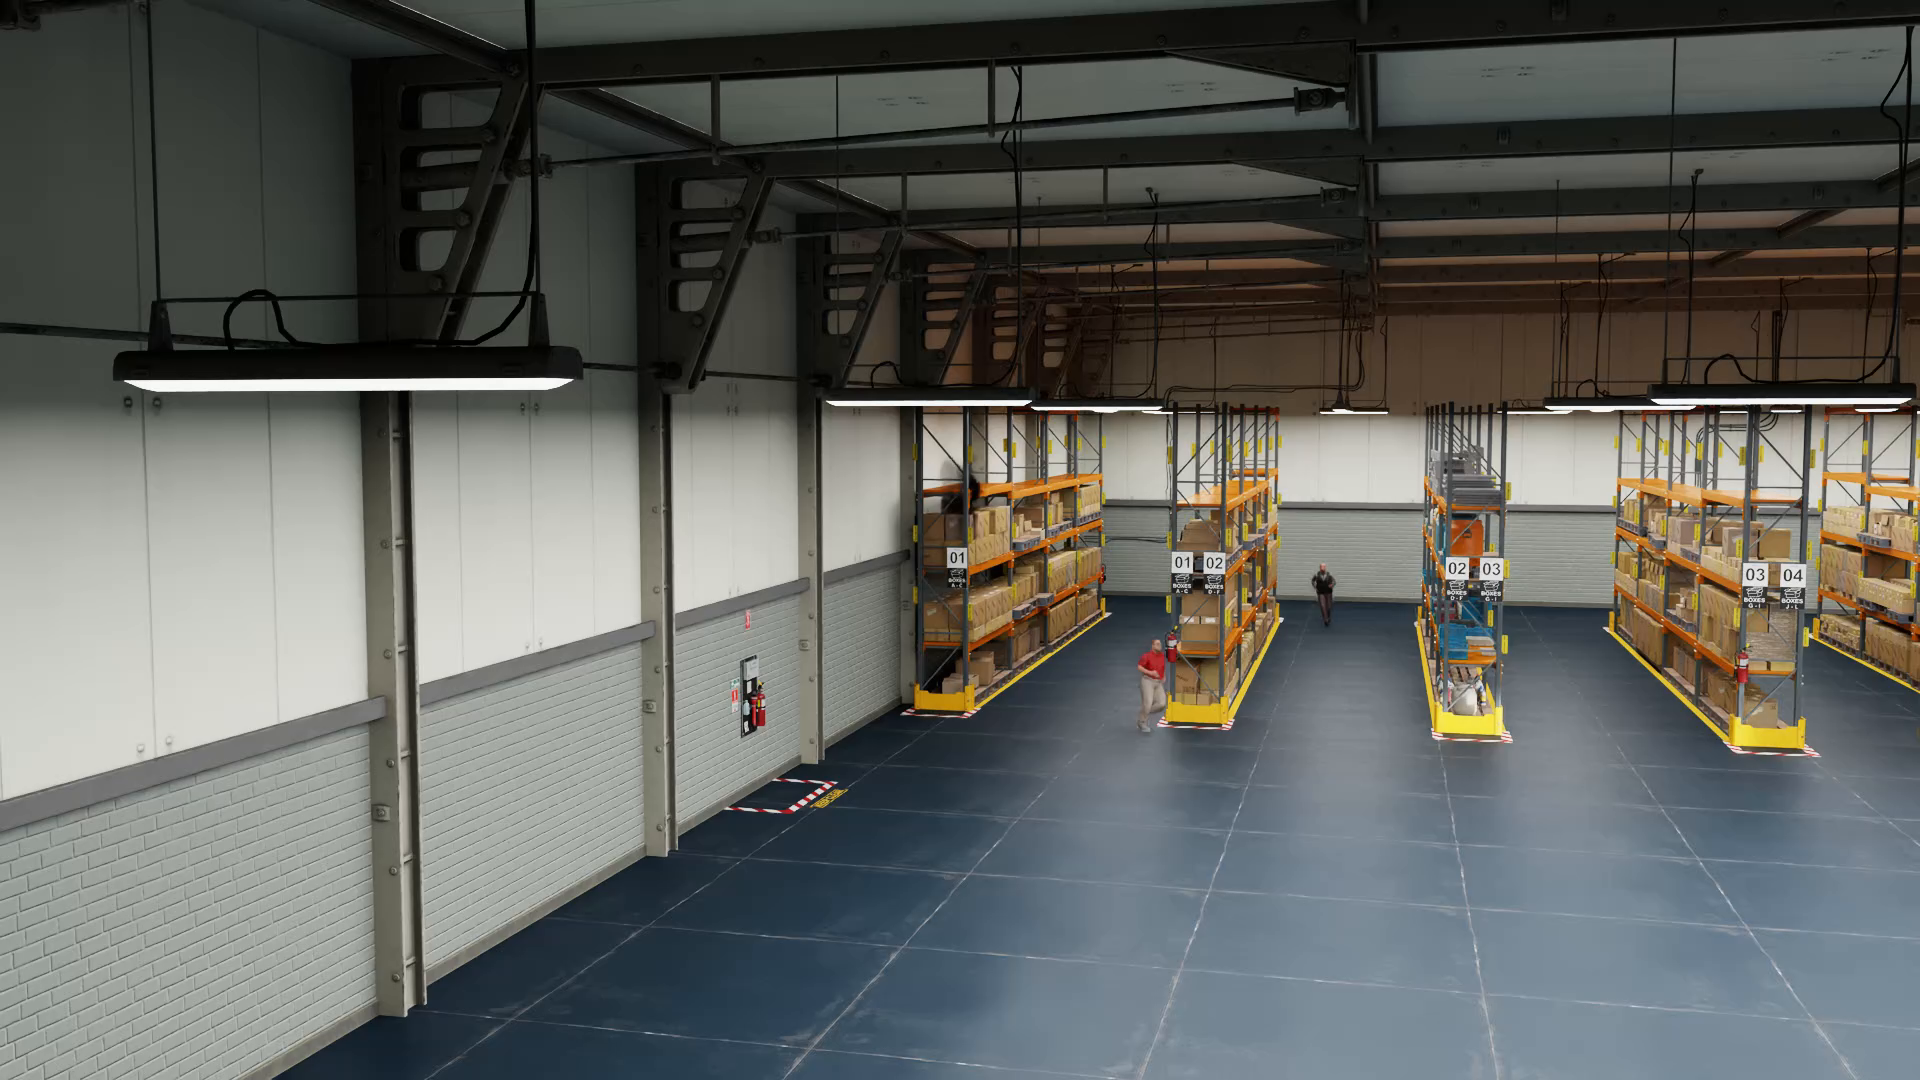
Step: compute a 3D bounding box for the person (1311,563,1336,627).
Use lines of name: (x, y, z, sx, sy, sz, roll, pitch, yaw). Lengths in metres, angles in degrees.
person: (10.004, 1.500, 45.734, 0.671, 1.729, 0.856, 0, 4, 5)

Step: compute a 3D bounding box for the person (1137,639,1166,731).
person: (3.573, 2.642, 30.331, 0.676, 1.671, 0.596, -3, 5, -31)
